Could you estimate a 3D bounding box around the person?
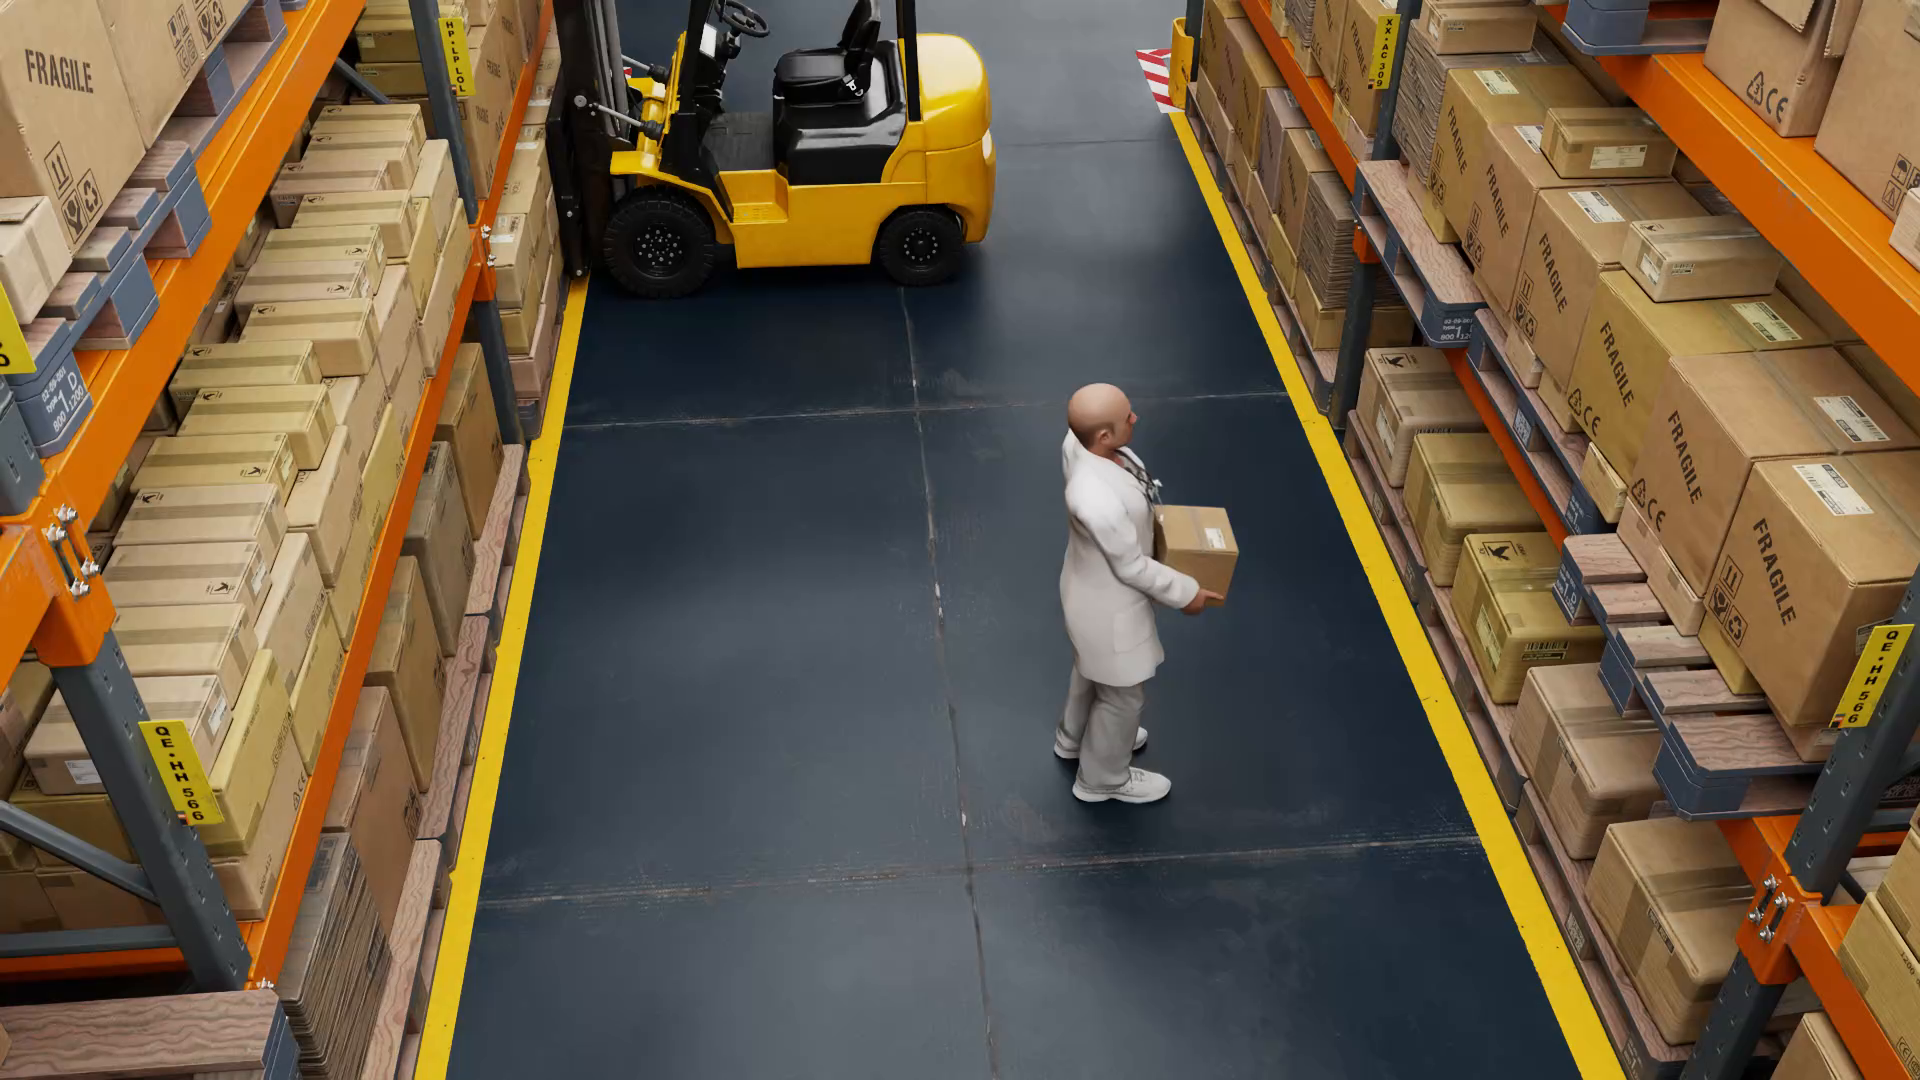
[{"bbox_3d":[0.624,0.200,5.921,0.561,1.772,0.529,-2,39,-3],"label":"person"}]
